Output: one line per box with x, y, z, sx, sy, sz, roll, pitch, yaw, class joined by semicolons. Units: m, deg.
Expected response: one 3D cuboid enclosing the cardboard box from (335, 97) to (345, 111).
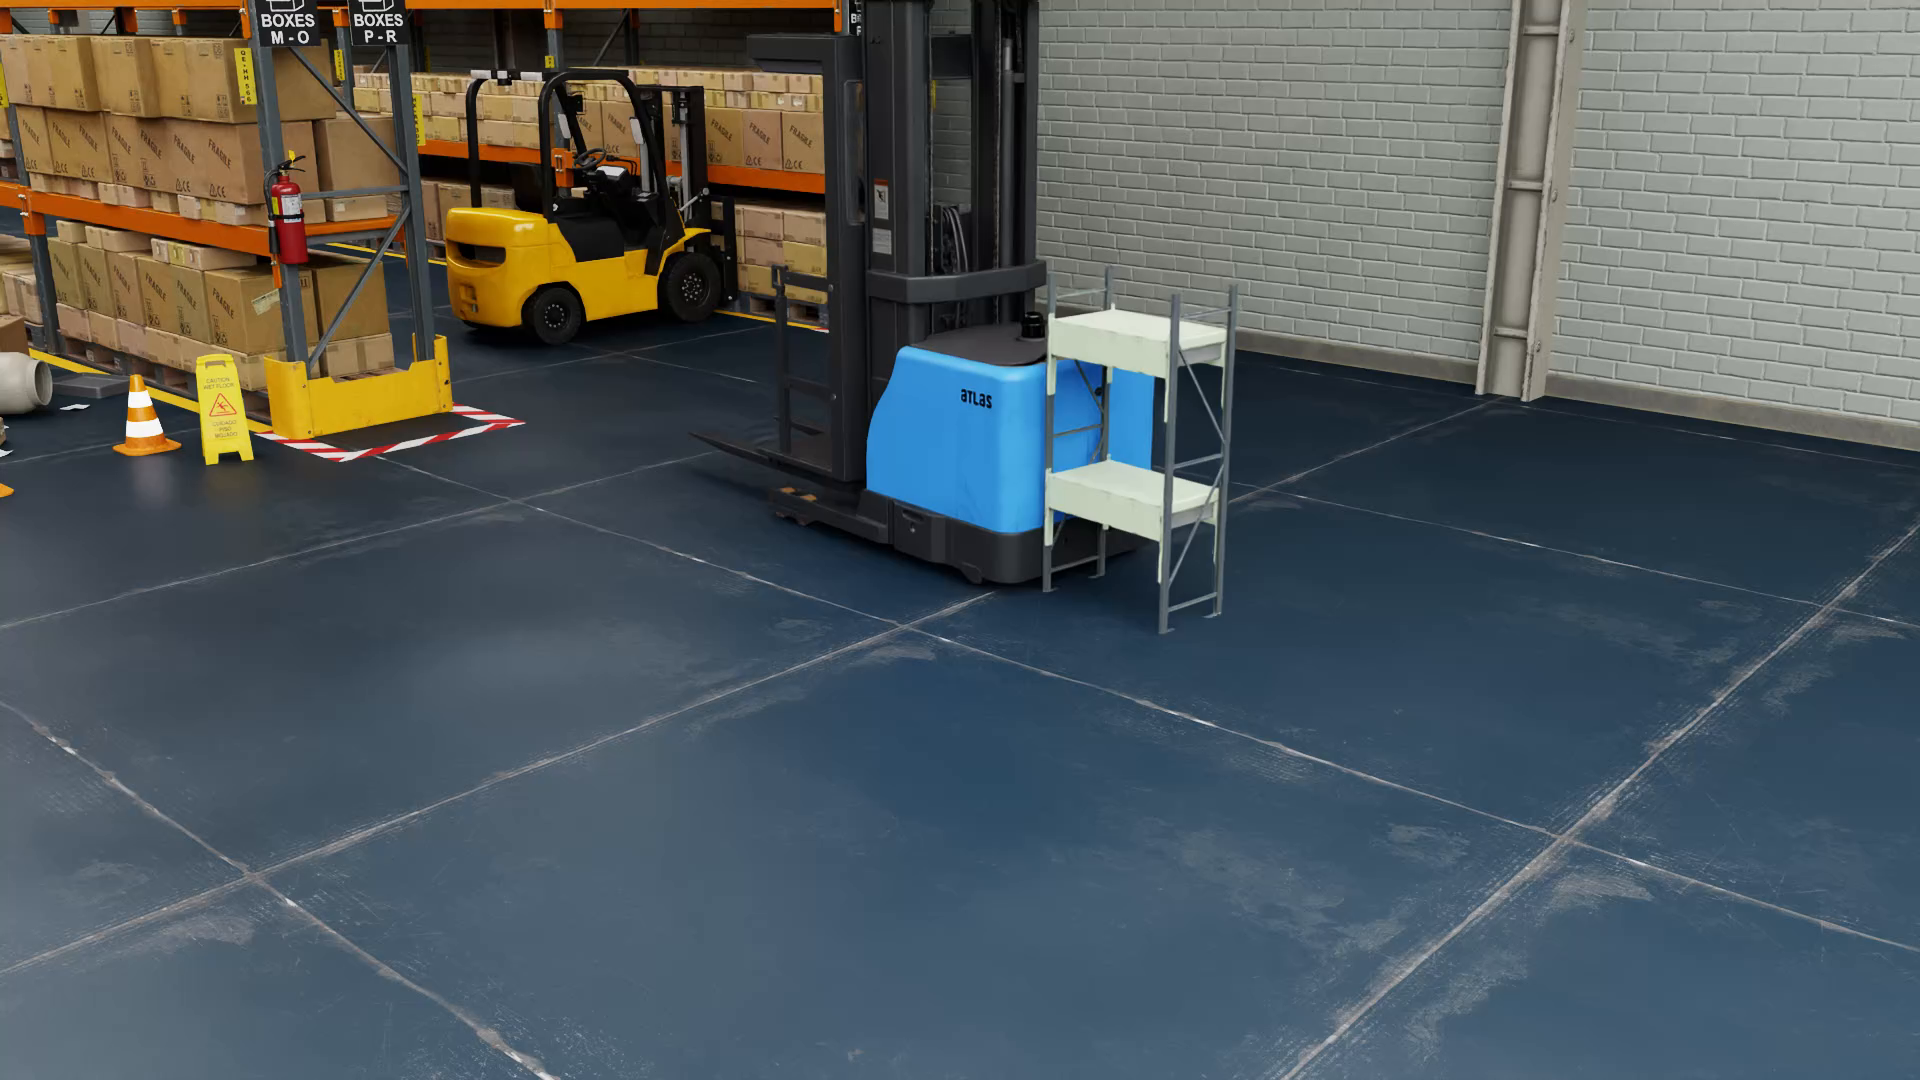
-7.355;-5.067;19.341;0.250;0.149;0.380;16;23;40;cardboard box

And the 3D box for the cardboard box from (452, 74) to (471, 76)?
-5.435;-5.083;18.430;0.250;0.149;0.380;15;23;39;cardboard box

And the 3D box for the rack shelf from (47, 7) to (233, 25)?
-11.097;-7.233;22.676;4.000;0.370;1.077;15;23;39;rack shelf

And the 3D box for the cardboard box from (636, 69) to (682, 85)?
-2.788;-4.304;15.485;0.250;0.149;0.380;15;23;38;cardboard box

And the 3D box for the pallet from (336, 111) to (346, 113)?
-7.163;-4.971;19.632;1.003;0.211;1.213;15;23;39;pallet

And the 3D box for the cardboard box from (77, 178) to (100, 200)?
-6.283;-2.616;12.313;0.250;0.149;0.380;16;24;41;cardboard box

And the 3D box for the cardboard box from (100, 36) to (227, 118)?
-5.268;-3.113;11.153;0.500;0.500;0.700;15;23;39;cardboard box

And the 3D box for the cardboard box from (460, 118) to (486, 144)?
-4.899;-4.316;17.499;0.500;0.250;0.500;15;23;40;cardboard box

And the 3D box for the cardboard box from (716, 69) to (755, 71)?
-2.073;-4.319;15.533;0.250;0.149;0.380;16;24;41;cardboard box

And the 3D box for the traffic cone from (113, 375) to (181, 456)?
-5.096;-0.797;10.358;0.334;0.463;0.336;15;23;39;traffic cone

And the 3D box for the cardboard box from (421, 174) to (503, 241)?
-5.658;-3.752;18.708;0.625;0.625;0.875;16;24;41;cardboard box

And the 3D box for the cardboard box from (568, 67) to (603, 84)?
-3.576;-4.506;16.123;0.250;0.149;0.380;16;23;40;cardboard box

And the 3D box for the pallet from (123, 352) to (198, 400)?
-5.467;-1.314;12.403;1.213;0.211;1.003;15;23;39;pallet

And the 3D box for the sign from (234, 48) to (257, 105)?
-4.301;-2.793;10.016;0.005;0.325;0.100;15;23;39;sign

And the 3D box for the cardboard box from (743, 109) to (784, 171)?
-1.550;-3.529;14.607;0.500;0.500;0.500;16;24;41;cardboard box

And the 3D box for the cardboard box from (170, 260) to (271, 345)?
-5.083;-1.665;11.510;0.500;0.500;0.500;16;24;41;cardboard box

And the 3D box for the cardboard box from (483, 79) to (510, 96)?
-4.658;-4.645;17.053;0.250;0.149;0.380;14;22;38;cardboard box

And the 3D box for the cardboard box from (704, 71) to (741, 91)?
-2.055;-4.092;14.817;0.250;0.149;0.380;16;23;40;cardboard box

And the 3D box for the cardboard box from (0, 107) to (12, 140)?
-7.407;-3.445;13.158;0.500;0.500;0.500;15;23;38;cardboard box

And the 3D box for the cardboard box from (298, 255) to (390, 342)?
-4.356;-1.688;11.583;0.500;0.500;0.500;14;22;37;cardboard box

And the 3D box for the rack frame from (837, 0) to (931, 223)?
-0.626;-3.336;14.163;0.127;3.000;1.000;15;23;39;rack frame

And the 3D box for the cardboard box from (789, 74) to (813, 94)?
-1.239;-3.901;14.215;0.250;0.149;0.380;15;23;39;cardboard box

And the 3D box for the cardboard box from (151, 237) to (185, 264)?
-5.391;-2.033;11.598;0.250;0.149;0.380;16;24;42;cardboard box

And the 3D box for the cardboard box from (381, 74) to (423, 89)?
-6.157;-5.069;18.387;0.250;0.149;0.380;16;24;41;cardboard box

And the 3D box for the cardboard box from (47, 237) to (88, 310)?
-6.648;-2.082;12.826;0.500;0.500;0.500;16;24;42;cardboard box

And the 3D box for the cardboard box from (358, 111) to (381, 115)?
-6.440;-4.726;18.792;0.500;0.250;0.500;15;23;39;cardboard box

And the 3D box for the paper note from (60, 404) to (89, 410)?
-6.100;-0.924;11.471;0.148;0.019;0.142;7;19;21;paper note

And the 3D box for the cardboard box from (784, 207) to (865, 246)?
-1.177;-2.724;14.433;0.500;0.250;0.500;16;24;41;cardboard box

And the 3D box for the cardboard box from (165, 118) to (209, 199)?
-4.878;-2.549;11.029;0.500;0.500;0.500;15;23;39;cardboard box

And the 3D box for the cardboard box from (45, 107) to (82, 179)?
-6.375;-2.957;12.315;0.500;0.500;0.500;15;23;39;cardboard box

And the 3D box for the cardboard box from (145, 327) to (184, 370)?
-5.478;-1.412;11.955;0.500;0.250;0.500;14;22;37;cardboard box

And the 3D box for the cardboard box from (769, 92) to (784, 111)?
-1.436;-3.809;14.418;0.250;0.149;0.380;16;23;40;cardboard box

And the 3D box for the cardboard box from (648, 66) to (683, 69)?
-2.811;-4.532;16.203;0.250;0.149;0.380;15;23;39;cardboard box

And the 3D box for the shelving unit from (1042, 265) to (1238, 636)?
0.787;-0.421;7.459;0.431;1.500;0.755;-15;23;-39;shelving unit

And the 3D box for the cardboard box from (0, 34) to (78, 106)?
-6.724;-3.544;12.509;0.500;0.500;0.700;15;23;39;cardboard box

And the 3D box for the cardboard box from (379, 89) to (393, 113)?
-6.066;-4.863;18.399;0.500;0.250;0.500;16;24;41;cardboard box

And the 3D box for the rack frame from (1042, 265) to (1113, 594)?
0.545;-0.504;7.721;0.400;1.500;0.023;-15;23;-39;rack frame

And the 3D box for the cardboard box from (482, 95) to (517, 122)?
-4.544;-4.448;17.090;0.500;0.250;0.500;14;23;38;cardboard box

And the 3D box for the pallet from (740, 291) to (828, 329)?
-1.226;-2.151;15.039;1.213;0.211;1.003;15;23;39;pallet

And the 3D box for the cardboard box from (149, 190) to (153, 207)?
-5.470;-2.430;11.725;0.250;0.149;0.380;15;23;39;cardboard box

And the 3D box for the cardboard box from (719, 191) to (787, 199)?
-1.981;-3.148;15.770;0.500;0.250;0.500;14;23;38;cardboard box

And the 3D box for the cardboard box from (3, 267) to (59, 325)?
-7.304;-2.067;13.817;0.625;0.372;0.950;15;23;40;cardboard box

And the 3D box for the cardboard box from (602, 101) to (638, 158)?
-3.059;-3.937;15.894;0.500;0.500;0.500;16;23;40;cardboard box

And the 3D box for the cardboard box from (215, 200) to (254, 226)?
-4.603;-2.145;10.826;0.250;0.149;0.380;15;23;39;cardboard box

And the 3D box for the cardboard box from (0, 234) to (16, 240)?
-9.485;-2.650;15.653;0.625;0.372;0.950;13;22;36;cardboard box

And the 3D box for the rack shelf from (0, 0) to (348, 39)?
-5.414;-3.700;11.543;4.000;0.370;1.077;15;23;39;rack shelf

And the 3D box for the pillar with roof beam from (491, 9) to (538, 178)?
-7.894;-6.769;15.066;0.400;9.000;9.100;15;23;39;pillar with roof beam

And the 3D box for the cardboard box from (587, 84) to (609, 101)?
-3.359;-4.320;16.029;0.250;0.149;0.380;16;23;41;cardboard box

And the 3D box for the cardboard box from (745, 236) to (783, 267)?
-1.565;-2.594;14.850;0.500;0.250;0.500;15;23;39;cardboard box

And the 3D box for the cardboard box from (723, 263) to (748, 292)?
-1.921;-2.453;15.232;0.500;0.250;0.500;15;23;40;cardboard box

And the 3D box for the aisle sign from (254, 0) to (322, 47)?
-4.064;-3.373;9.983;0.004;0.787;0.394;15;23;39;aisle sign

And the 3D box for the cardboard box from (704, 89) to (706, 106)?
-2.174;-4.021;15.086;0.250;0.149;0.380;15;23;39;cardboard box

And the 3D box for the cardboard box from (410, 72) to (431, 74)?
-6.232;-5.279;19.050;0.250;0.149;0.380;16;24;41;cardboard box

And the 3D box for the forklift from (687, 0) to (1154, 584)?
-0.385;-1.562;8.687;1.130;2.935;3.031;-15;23;-39;forklift

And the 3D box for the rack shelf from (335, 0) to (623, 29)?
-5.114;-5.627;17.614;4.000;0.370;1.077;15;23;39;rack shelf

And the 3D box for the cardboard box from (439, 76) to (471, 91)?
-5.336;-4.881;17.795;0.250;0.149;0.380;15;23;39;cardboard box

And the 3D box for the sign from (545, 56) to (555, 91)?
-3.971;-4.528;16.138;0.005;0.325;0.100;15;23;39;sign

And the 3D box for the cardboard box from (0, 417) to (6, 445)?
-6.238;-0.659;10.442;0.380;0.149;0.250;-6;18;-18;cardboard box
